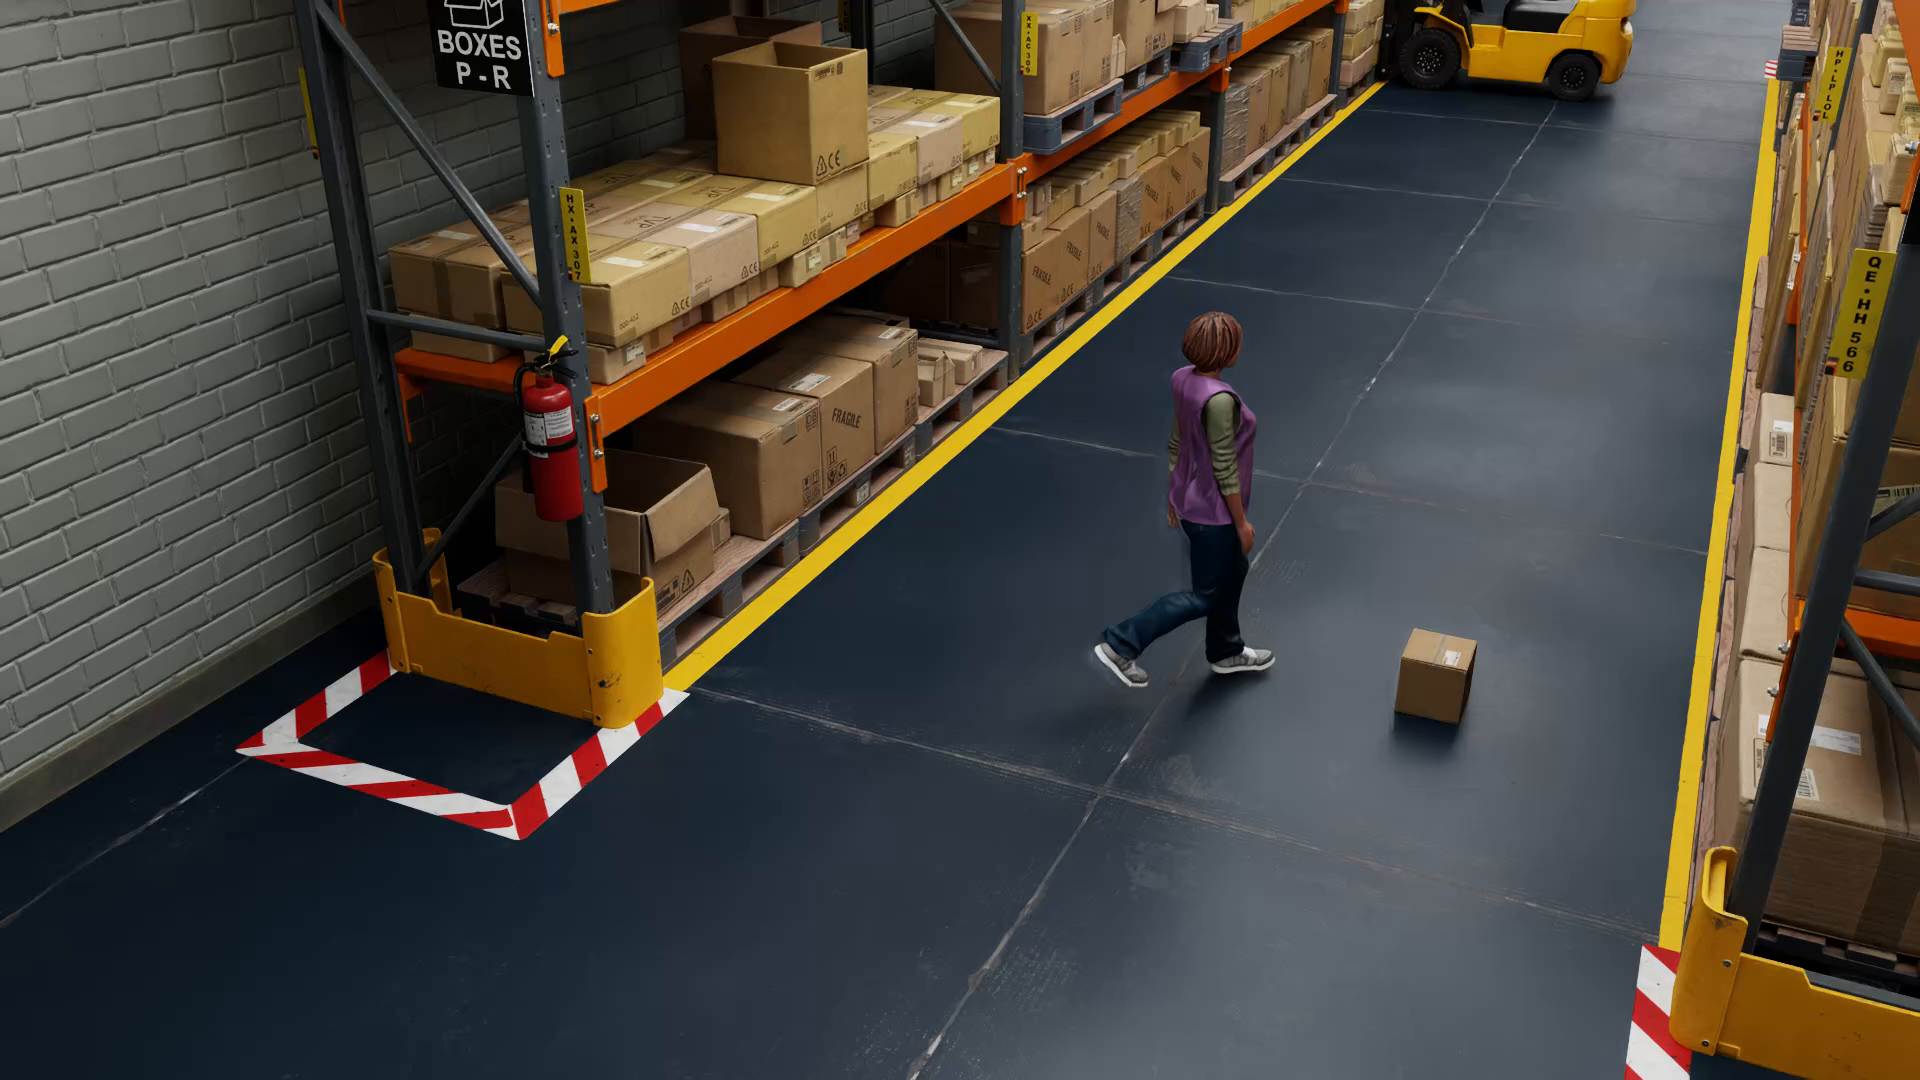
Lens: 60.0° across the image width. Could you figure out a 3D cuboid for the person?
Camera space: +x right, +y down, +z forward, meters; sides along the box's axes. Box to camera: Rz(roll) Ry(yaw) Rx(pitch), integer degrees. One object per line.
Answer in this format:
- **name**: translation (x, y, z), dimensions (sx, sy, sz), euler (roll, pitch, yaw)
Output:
- **person**: translation (0.910, -0.123, 6.355), dimensions (0.803, 1.568, 0.411), euler (-4, 27, -8)
